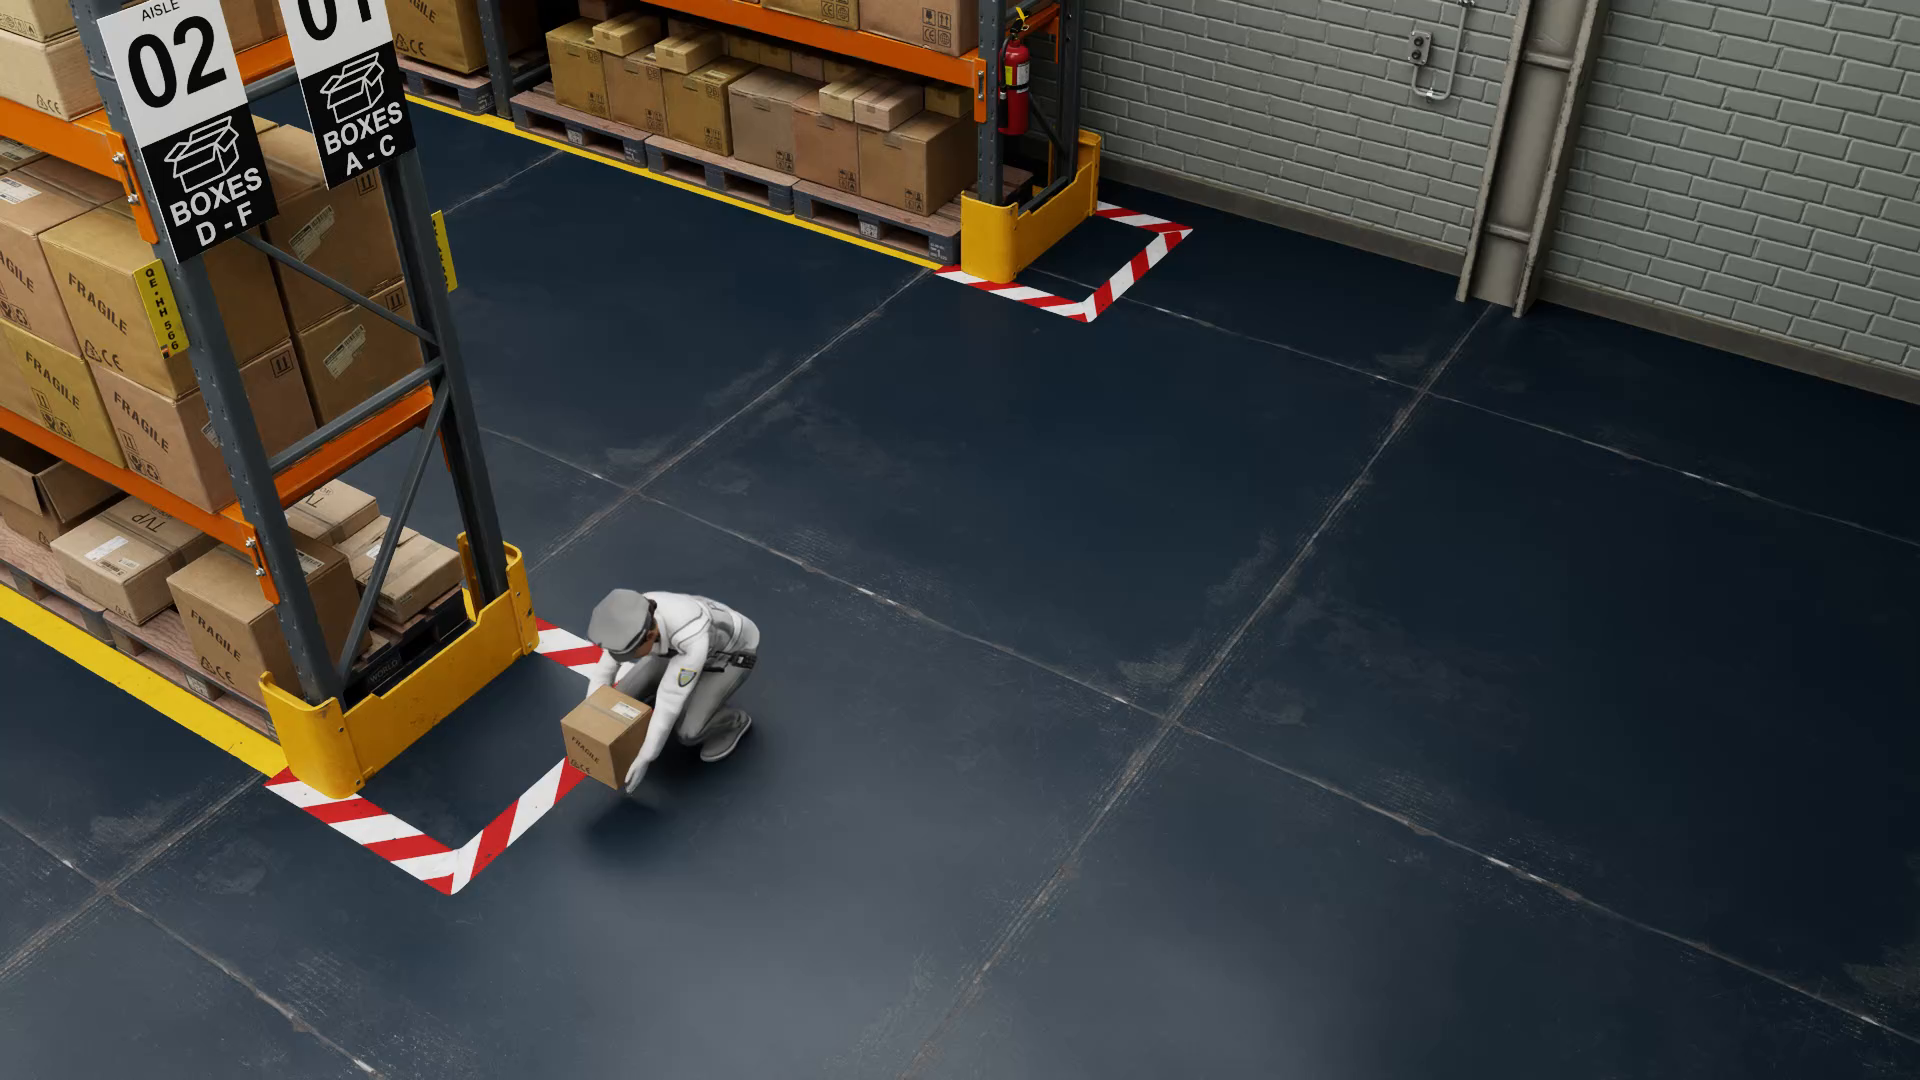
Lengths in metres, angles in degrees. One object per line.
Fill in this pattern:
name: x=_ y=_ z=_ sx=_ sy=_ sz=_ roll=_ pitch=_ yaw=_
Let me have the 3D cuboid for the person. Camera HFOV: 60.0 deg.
person: x=-1.163 y=0.498 z=6.624 sx=0.471 sy=0.972 sz=0.848 roll=26 pitch=45 yaw=29
